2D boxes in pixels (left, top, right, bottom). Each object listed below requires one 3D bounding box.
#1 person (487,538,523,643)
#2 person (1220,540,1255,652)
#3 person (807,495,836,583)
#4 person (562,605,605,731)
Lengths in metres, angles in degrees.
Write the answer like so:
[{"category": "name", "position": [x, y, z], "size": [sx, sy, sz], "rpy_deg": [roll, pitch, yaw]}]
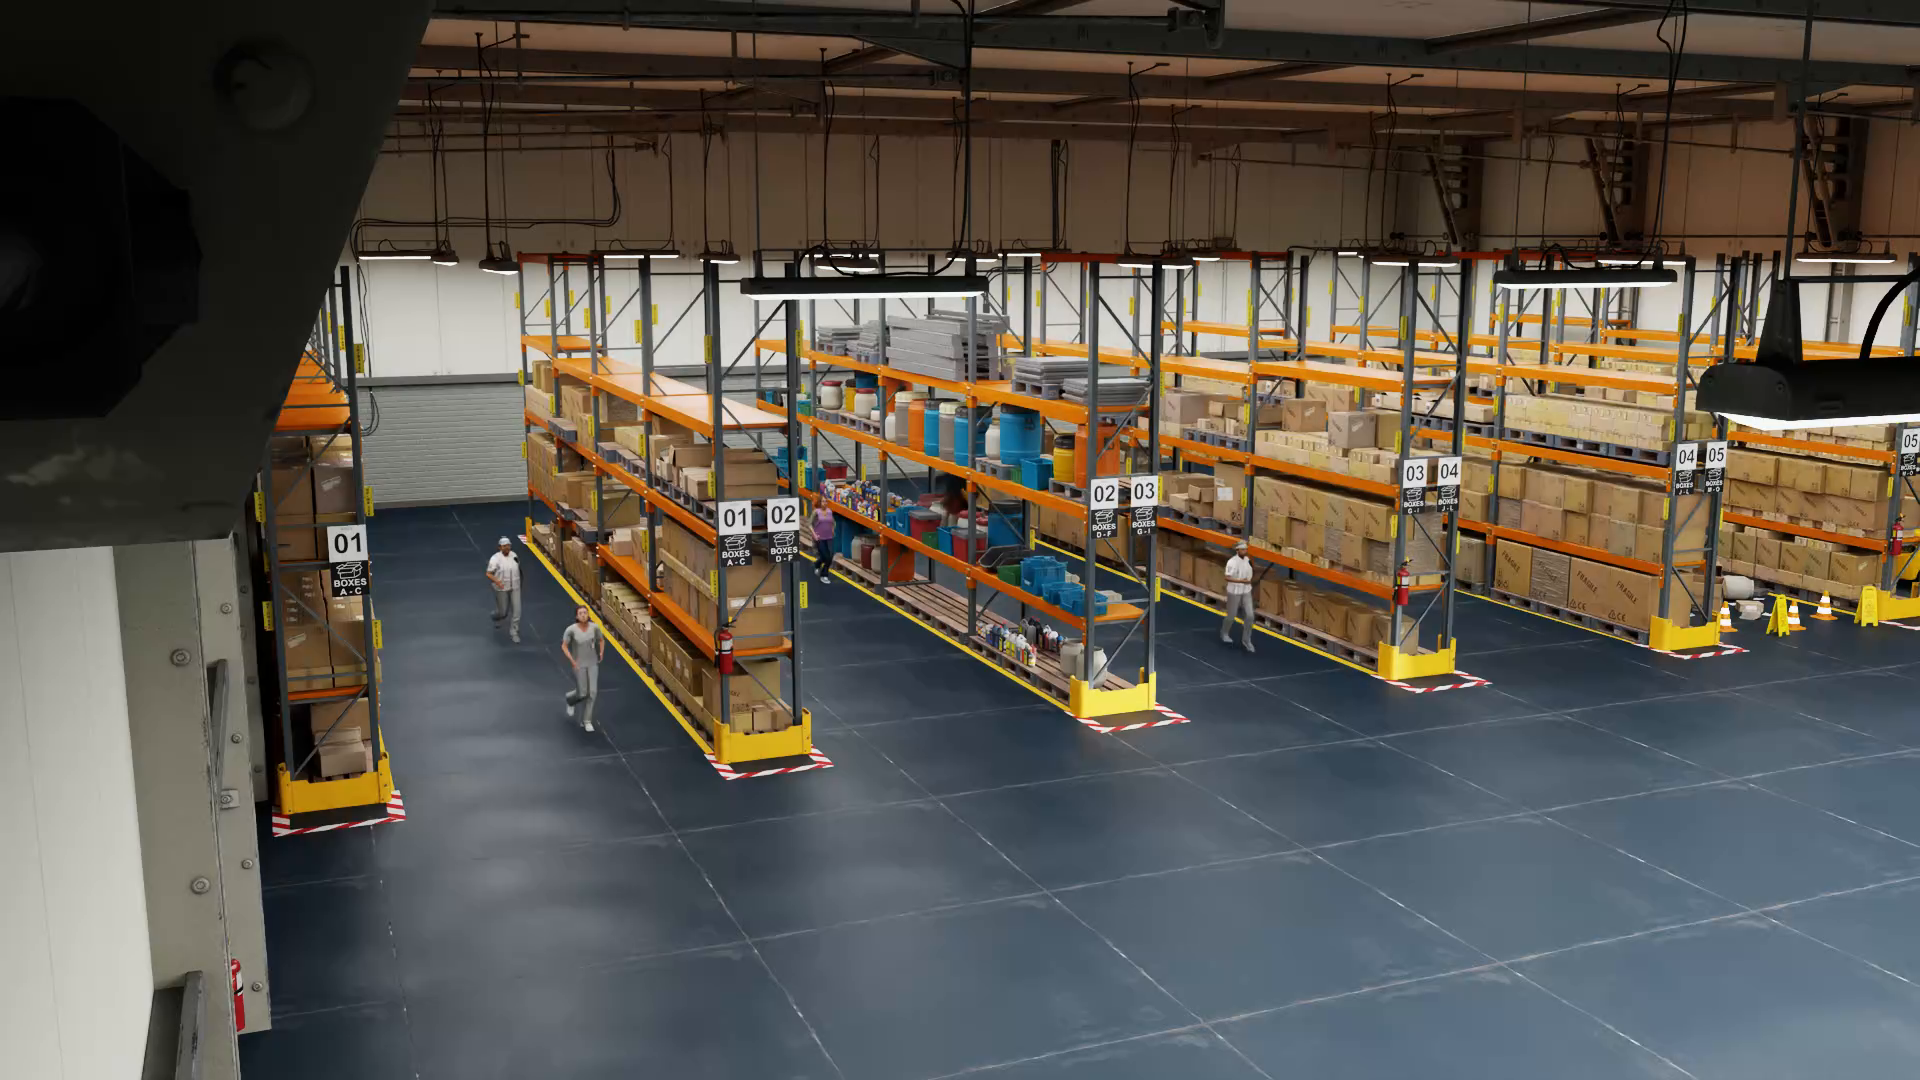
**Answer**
[{"category": "person", "position": [-7.186, 0.769, 26.353], "size": [0.608, 1.647, 0.759], "rpy_deg": [-8, 13, -37]}, {"category": "person", "position": [4.295, 0.848, 25.727], "size": [0.559, 1.760, 0.760], "rpy_deg": [-5, 11, -25]}, {"category": "person", "position": [-2.410, -0.024, 29.302], "size": [0.537, 1.548, 0.491], "rpy_deg": [-6, 12, -28]}, {"category": "person", "position": [-4.892, 1.628, 21.662], "size": [0.565, 1.643, 0.620], "rpy_deg": [-6, 12, -28]}]
